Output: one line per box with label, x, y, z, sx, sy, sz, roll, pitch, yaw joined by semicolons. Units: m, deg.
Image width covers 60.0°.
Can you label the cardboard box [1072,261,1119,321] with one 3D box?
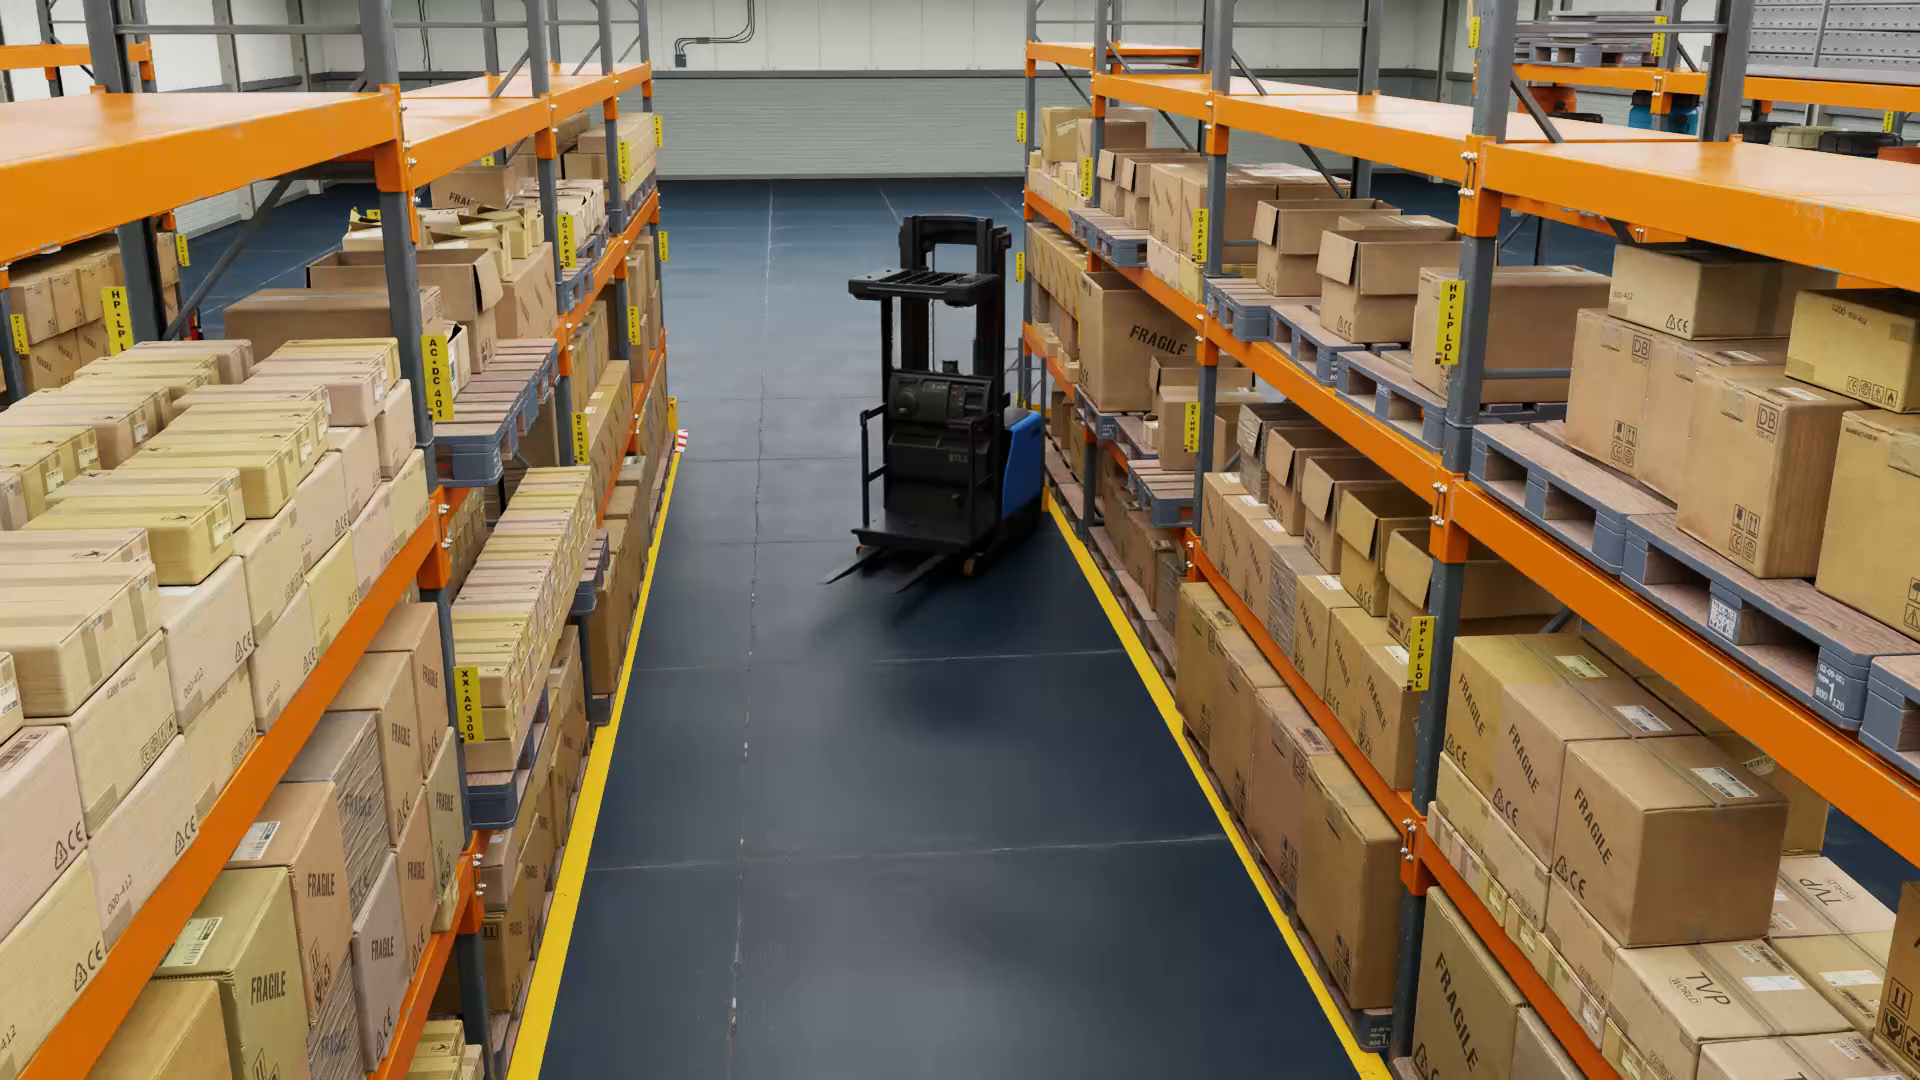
cardboard box;1.298;-2.210;14.875;0.500;0.500;0.500;-2;18;-6

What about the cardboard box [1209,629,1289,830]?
cardboard box;2.165;1.060;9.641;1.225;0.875;0.875;-2;18;-5

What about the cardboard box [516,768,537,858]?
cardboard box;-2.372;1.337;8.132;0.500;0.250;0.500;-1;17;-4

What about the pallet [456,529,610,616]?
pallet;-2.734;0.198;9.860;1.213;0.211;1.003;-2;18;-6

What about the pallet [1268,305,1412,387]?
pallet;2.268;-1.044;8.801;1.003;0.211;1.213;-1;17;-3

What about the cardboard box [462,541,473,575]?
cardboard box;-3.012;0.117;9.516;0.380;0.149;0.250;-1;17;-3

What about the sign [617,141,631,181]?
sign;-2.787;-3.142;13.781;0.100;0.325;0.005;-2;18;-6

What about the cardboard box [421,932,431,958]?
cardboard box;-2.136;1.442;5.997;0.380;0.149;0.250;-1;17;-3

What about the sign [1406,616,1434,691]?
sign;1.904;0.471;6.869;0.100;0.325;0.005;-2;18;-6

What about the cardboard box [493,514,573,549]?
cardboard box;-2.306;-0.031;8.993;0.380;0.149;0.250;-2;18;-6

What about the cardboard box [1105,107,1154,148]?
cardboard box;1.617;-4.015;16.451;0.500;0.500;0.500;-2;18;-6

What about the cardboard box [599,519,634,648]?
cardboard box;-2.980;0.326;12.187;1.050;0.750;0.750;-2;17;-5

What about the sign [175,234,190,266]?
sign;-8.098;-3.018;17.320;0.100;0.325;0.005;-2;18;-6

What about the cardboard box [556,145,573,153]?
cardboard box;-3.684;-3.333;14.665;0.500;0.250;0.500;-2;18;-6

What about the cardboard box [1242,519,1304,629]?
cardboard box;1.922;0.186;9.411;0.500;0.500;0.500;-2;18;-7

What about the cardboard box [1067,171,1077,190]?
cardboard box;1.194;-3.291;15.230;0.380;0.149;0.250;-2;18;-7

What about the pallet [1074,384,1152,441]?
pallet;1.552;-1.094;13.974;1.003;0.211;1.213;-2;18;-6

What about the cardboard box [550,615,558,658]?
cardboard box;-2.224;0.488;8.333;0.380;0.149;0.250;-2;18;-7

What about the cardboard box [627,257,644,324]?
cardboard box;-3.421;-2.318;15.498;0.875;0.550;0.550;-2;18;-6

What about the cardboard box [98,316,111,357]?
cardboard box;-8.193;-1.890;15.524;0.500;0.500;0.500;-2;17;-5

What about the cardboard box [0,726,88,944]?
cardboard box;-1.876;0.541;2.855;0.500;0.250;0.500;-1;17;-5

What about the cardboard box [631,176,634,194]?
cardboard box;-3.078;-3.124;14.664;0.380;0.149;0.250;-2;18;-6

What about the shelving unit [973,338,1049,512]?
shelving unit;0.475;-1.136;16.293;0.587;1.500;1.083;-3;18;-10

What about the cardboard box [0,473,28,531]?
cardboard box;-2.552;-0.057;4.092;0.380;0.149;0.250;-2;18;-7

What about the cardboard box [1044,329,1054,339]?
cardboard box;1.080;-2.099;17.273;0.380;0.149;0.250;-2;18;-6

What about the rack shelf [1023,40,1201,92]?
rack shelf;1.412;-4.531;15.792;1.077;0.370;4.000;-2;18;-6

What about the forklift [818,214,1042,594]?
forklift;-0.258;-1.221;14.172;1.130;2.935;3.031;7;19;21

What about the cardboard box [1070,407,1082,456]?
cardboard box;1.395;-1.066;17.038;0.500;0.500;0.500;0;17;0

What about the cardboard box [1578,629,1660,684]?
cardboard box;2.756;0.666;6.548;0.500;0.500;0.500;-1;17;-4

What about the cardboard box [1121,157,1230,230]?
cardboard box;1.666;-2.675;12.807;0.797;0.503;0.637;-1;17;-3

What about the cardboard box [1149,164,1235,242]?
cardboard box;1.633;-2.378;11.735;0.500;0.500;0.500;-1;17;-5

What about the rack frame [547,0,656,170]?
rack frame;-3.739;-5.349;17.190;1.000;3.000;0.127;-2;18;-6

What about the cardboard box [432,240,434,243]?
cardboard box;-3.194;-1.842;10.551;0.380;0.166;0.250;-2;18;-6

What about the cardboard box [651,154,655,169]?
cardboard box;-3.342;-3.882;17.078;0.380;0.149;0.250;-2;18;-5

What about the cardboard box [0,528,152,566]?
cardboard box;-2.015;0.083;3.646;0.380;0.149;0.250;-1;17;-4

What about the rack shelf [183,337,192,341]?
rack shelf;-8.446;-1.364;15.715;1.077;0.370;4.000;-2;18;-6

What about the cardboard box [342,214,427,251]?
cardboard box;-3.027;-1.589;8.779;0.396;0.266;0.258;-2;18;-6

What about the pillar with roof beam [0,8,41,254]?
pillar with roof beam;-11.369;-8.484;27.177;9.100;9.000;0.400;-2;18;-6

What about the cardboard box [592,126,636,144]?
cardboard box;-3.133;-3.657;15.030;0.380;0.149;0.250;-2;17;-5

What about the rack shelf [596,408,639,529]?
rack shelf;-3.120;-0.355;12.502;1.077;0.370;4.000;-2;18;-6

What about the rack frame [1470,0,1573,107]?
rack frame;6.132;-5.625;18.070;1.000;3.000;0.127;-2;18;-6

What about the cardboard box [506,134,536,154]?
cardboard box;-3.681;-3.333;13.999;0.380;0.149;0.250;-2;18;-6

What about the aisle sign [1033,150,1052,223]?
aisle sign;0.901;-3.859;18.121;0.394;0.787;0.004;-2;18;-6

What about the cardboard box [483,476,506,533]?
cardboard box;-3.227;-0.276;10.883;0.500;0.500;0.500;-2;18;-6

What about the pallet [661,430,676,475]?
pallet;-3.578;-0.920;17.755;1.003;0.211;1.213;-2;18;-6

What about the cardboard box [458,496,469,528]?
cardboard box;-3.007;-0.170;9.437;0.380;0.149;0.250;-2;18;-6

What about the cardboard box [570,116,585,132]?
cardboard box;-3.969;-4.166;16.651;0.380;0.149;0.250;-2;18;-6

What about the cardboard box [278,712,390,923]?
cardboard box;-2.086;0.861;5.095;0.500;0.500;0.500;-1;17;-4

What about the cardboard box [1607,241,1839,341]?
cardboard box;2.534;-0.838;5.545;0.500;0.250;0.500;-3;18;-9

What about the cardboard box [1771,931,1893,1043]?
cardboard box;2.907;1.476;5.221;0.500;0.250;0.500;-2;18;-7

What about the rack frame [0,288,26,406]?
rack frame;-8.239;-1.111;13.710;1.000;3.000;0.127;-2;18;-6

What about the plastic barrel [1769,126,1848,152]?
plastic barrel;6.880;-2.901;13.566;0.600;0.901;0.600;0;17;0

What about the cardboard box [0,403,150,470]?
cardboard box;-2.606;-0.295;4.851;0.380;0.149;0.250;-2;18;-7

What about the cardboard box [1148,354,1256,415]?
cardboard box;1.889;-1.154;12.970;0.797;0.503;0.637;0;17;0

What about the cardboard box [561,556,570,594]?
cardboard box;-2.274;0.192;8.779;0.380;0.149;0.250;-1;17;-4

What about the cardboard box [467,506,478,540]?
cardboard box;-3.033;-0.094;9.691;0.380;0.149;0.250;-1;17;-3
